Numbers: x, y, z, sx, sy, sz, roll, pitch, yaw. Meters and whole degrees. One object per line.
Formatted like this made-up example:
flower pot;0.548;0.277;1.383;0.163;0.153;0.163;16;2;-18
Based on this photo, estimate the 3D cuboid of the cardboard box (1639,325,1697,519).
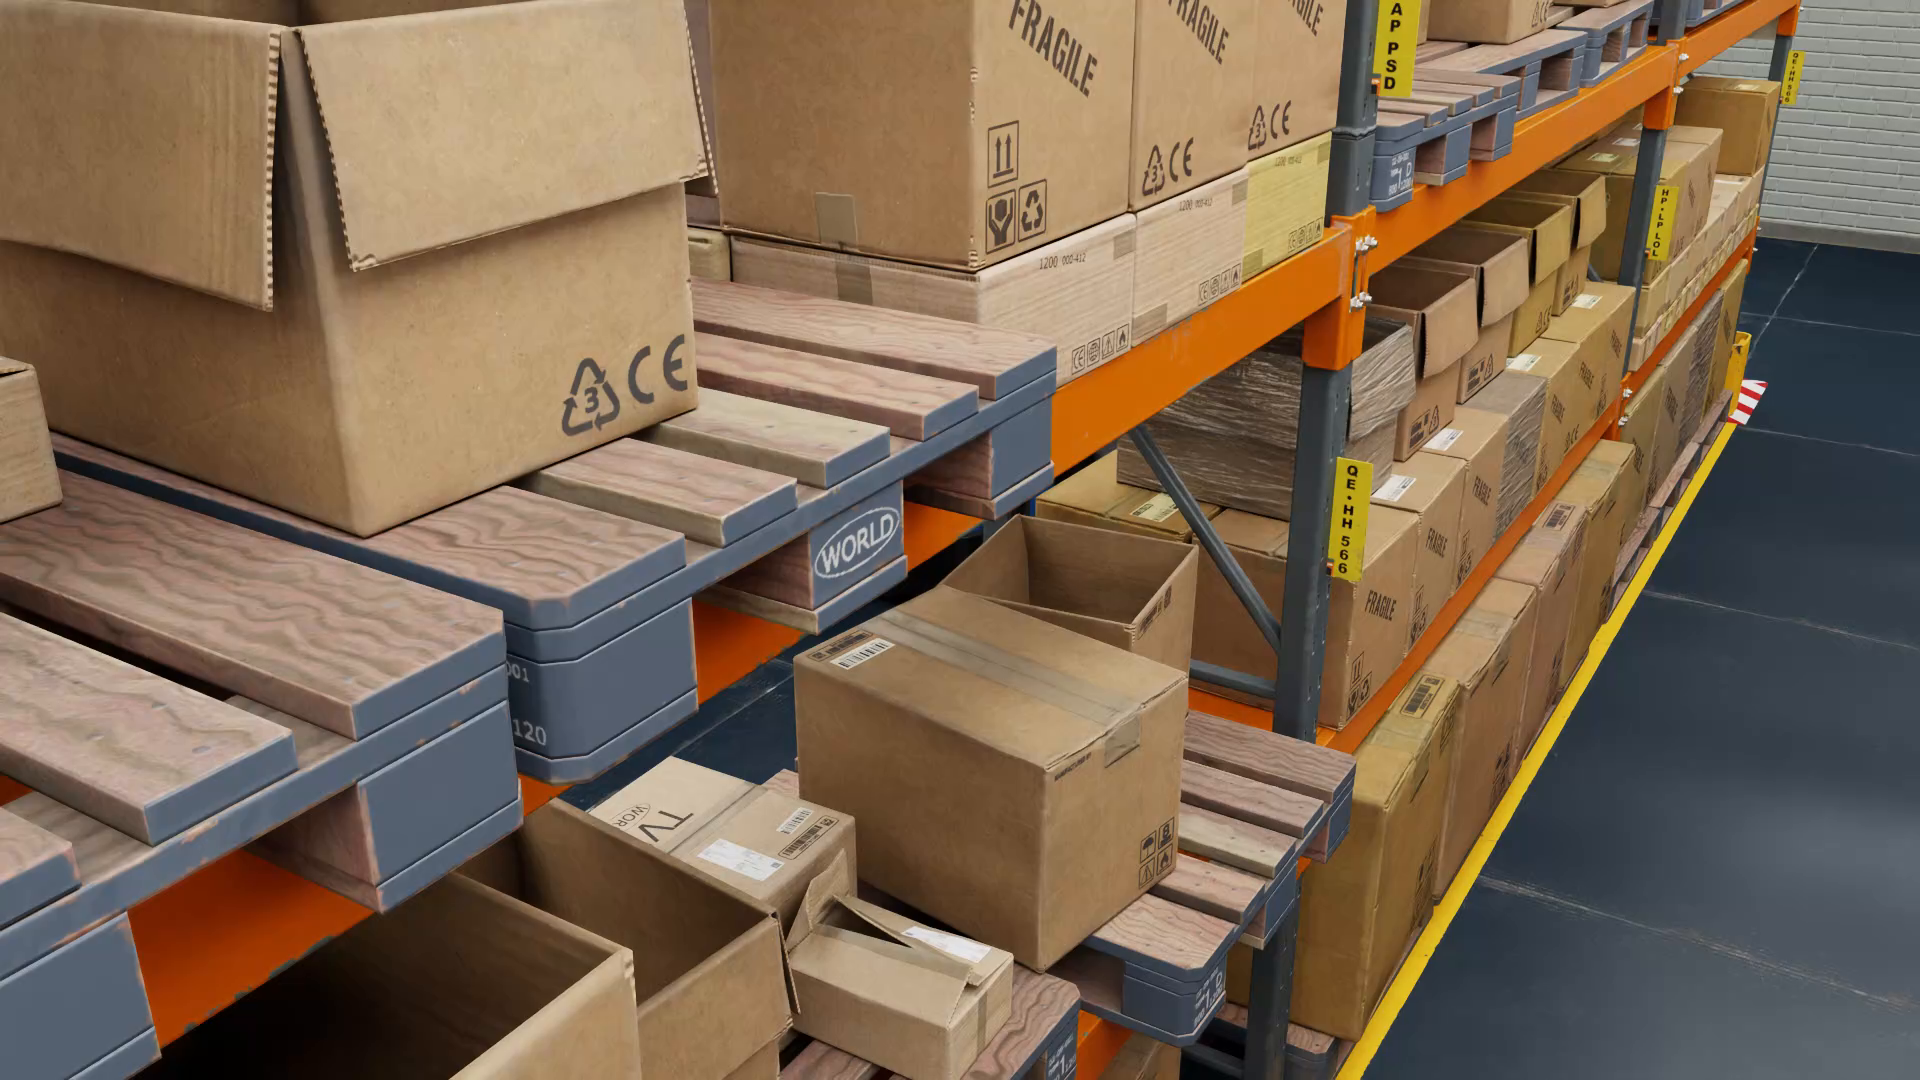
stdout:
cardboard box;3.522;-0.743;9.337;0.875;0.875;0.875;14;27;29

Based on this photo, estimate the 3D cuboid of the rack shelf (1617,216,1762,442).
rack shelf;3.687;-1.360;9.523;1.077;0.370;4.000;14;27;29

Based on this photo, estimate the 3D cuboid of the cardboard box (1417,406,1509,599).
cardboard box;1.547;-0.167;5.733;0.500;0.500;0.500;13;27;28

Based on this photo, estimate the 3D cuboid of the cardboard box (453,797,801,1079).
cardboard box;-0.752;0.840;2.875;0.797;0.503;0.637;17;29;34

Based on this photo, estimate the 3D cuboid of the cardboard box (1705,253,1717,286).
cardboard box;4.027;-1.545;9.360;0.380;0.149;0.250;14;27;30

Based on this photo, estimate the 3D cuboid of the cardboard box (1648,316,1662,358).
cardboard box;3.209;-1.019;8.145;0.380;0.149;0.250;13;27;27

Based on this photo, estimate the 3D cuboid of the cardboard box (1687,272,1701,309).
cardboard box;3.753;-1.368;8.951;0.380;0.149;0.250;14;27;30

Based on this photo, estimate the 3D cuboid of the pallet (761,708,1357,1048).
pallet;0.236;0.685;4.133;1.213;0.211;1.003;14;27;29

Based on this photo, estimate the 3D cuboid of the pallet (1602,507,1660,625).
pallet;3.099;0.024;8.929;1.003;0.211;1.213;14;27;29

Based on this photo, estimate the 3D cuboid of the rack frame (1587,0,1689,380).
rack frame;2.632;-1.016;7.820;1.000;3.000;0.127;14;27;29

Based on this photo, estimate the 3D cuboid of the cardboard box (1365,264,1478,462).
cardboard box;1.267;-0.635;5.552;0.797;0.503;0.637;15;27;30

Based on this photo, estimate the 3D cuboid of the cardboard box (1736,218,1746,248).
cardboard box;4.564;-1.888;10.152;0.380;0.149;0.250;14;27;29

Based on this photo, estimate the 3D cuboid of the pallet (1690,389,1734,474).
pallet;4.386;-0.800;10.832;1.003;0.211;1.213;14;27;29

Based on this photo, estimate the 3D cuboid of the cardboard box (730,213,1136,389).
cardboard box;-0.038;-0.422;2.863;0.500;0.250;0.500;15;27;30

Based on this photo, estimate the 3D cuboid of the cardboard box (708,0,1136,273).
cardboard box;-0.053;-0.765;2.710;0.500;0.500;0.500;14;27;30

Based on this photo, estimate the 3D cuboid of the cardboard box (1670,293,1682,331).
cardboard box;3.484;-1.197;8.556;0.380;0.149;0.250;13;27;28

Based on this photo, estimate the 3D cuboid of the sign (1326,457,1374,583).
sign;0.988;-0.050;4.232;0.100;0.325;0.005;14;27;29

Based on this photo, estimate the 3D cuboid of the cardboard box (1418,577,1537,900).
cardboard box;1.380;0.589;6.260;1.225;0.875;0.875;14;27;29

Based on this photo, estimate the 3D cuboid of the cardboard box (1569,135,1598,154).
cardboard box;2.915;-1.807;8.519;0.500;0.500;0.500;14;27;29

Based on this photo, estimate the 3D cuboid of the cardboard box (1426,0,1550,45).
cardboard box;1.581;-1.976;5.605;0.797;0.503;0.637;13;27;28

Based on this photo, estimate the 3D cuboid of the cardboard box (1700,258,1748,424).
cardboard box;4.472;-1.351;10.740;0.875;0.875;0.875;14;27;29

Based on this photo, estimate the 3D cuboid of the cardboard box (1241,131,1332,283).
cardboard box;0.479;-0.761;3.646;0.500;0.250;0.500;14;27;29

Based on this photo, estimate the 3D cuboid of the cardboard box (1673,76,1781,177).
cardboard box;4.708;-2.558;10.254;0.500;0.500;0.500;14;27;30

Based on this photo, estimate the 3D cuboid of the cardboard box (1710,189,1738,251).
cardboard box;4.175;-1.871;9.611;0.500;0.250;0.500;13;27;27

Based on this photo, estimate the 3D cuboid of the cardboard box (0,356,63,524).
cardboard box;-1.177;-0.161;1.712;0.396;0.266;0.258;15;28;31

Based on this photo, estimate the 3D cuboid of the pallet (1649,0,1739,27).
pallet;3.072;-2.625;7.875;1.003;0.211;1.213;14;27;29

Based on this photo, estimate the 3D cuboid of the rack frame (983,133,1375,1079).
rack frame;0.522;0.334;4.702;1.000;3.000;0.127;14;27;29

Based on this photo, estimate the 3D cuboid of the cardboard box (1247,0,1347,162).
cardboard box;0.482;-1.104;3.494;0.500;0.500;0.500;15;27;30

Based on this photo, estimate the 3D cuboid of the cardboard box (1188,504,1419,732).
cardboard box;1.009;0.182;4.929;0.500;0.500;0.500;15;27;30

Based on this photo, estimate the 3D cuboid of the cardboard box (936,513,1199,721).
cardboard box;0.271;0.286;4.158;0.500;0.500;0.500;10;25;23

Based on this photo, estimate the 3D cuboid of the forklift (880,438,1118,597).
forklift;0.586;-1.482;8.983;3.031;2.935;1.130;-15;27;-30

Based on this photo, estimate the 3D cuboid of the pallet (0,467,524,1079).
pallet;-1.172;0.208;1.454;1.213;0.211;1.003;14;27;29

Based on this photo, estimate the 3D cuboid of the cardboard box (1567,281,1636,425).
cardboard box;2.617;-0.846;7.304;0.500;0.500;0.500;14;27;29

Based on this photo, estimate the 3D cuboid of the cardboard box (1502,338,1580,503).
cardboard box;2.080;-0.503;6.510;0.500;0.500;0.500;14;27;28

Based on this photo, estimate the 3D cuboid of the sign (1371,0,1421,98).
sign;0.982;-1.165;3.739;0.100;0.325;0.005;14;27;29

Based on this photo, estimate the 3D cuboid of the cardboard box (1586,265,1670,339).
cardboard box;3.102;-1.187;8.031;0.500;0.250;0.500;13;27;28

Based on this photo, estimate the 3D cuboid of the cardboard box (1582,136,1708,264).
cardboard box;3.368;-1.700;8.272;0.500;0.500;0.500;14;27;29

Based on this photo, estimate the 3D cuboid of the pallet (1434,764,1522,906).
pallet;1.646;0.954;6.781;1.003;0.211;1.213;14;27;29

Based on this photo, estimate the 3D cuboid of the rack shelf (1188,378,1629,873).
rack shelf;1.577;-0.010;6.404;1.077;0.370;4.000;14;27;29

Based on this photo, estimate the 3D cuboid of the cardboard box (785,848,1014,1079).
cardboard box;-0.129;0.823;3.214;0.396;0.266;0.258;13;27;27

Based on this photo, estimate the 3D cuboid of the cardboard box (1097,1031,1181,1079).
cardboard box;0.185;1.510;4.579;0.700;0.500;0.500;12;26;26

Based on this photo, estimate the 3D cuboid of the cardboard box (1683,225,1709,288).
cardboard box;3.637;-1.530;8.822;0.500;0.250;0.500;15;27;30

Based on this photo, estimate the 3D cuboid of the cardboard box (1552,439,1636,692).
cardboard box;2.311;-0.013;7.650;1.225;0.875;0.875;14;27;29

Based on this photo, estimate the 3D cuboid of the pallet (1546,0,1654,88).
pallet;2.190;-1.985;6.524;0.805;0.209;1.217;13;26;27

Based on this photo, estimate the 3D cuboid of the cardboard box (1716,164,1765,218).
cardboard box;4.711;-2.214;10.403;0.500;0.250;0.500;13;27;28

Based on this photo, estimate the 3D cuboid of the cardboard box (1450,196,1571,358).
cardboard box;1.930;-1.075;6.570;0.797;0.503;0.637;14;27;30

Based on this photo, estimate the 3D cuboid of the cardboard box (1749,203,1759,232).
cardboard box;4.833;-2.061;10.552;0.380;0.149;0.250;14;27;30

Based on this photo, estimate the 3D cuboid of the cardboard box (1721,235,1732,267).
cardboard box;4.296;-1.716;9.755;0.380;0.149;0.250;13;27;28

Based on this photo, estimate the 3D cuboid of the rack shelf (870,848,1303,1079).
rack shelf;-0.533;1.340;3.285;1.077;0.370;4.000;14;27;29

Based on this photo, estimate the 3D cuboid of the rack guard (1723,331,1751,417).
rack guard;4.754;-1.227;11.454;1.175;0.500;0.348;14;27;29

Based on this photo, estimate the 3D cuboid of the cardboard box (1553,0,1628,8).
cardboard box;2.334;-2.433;6.664;0.700;0.500;0.500;15;27;30
